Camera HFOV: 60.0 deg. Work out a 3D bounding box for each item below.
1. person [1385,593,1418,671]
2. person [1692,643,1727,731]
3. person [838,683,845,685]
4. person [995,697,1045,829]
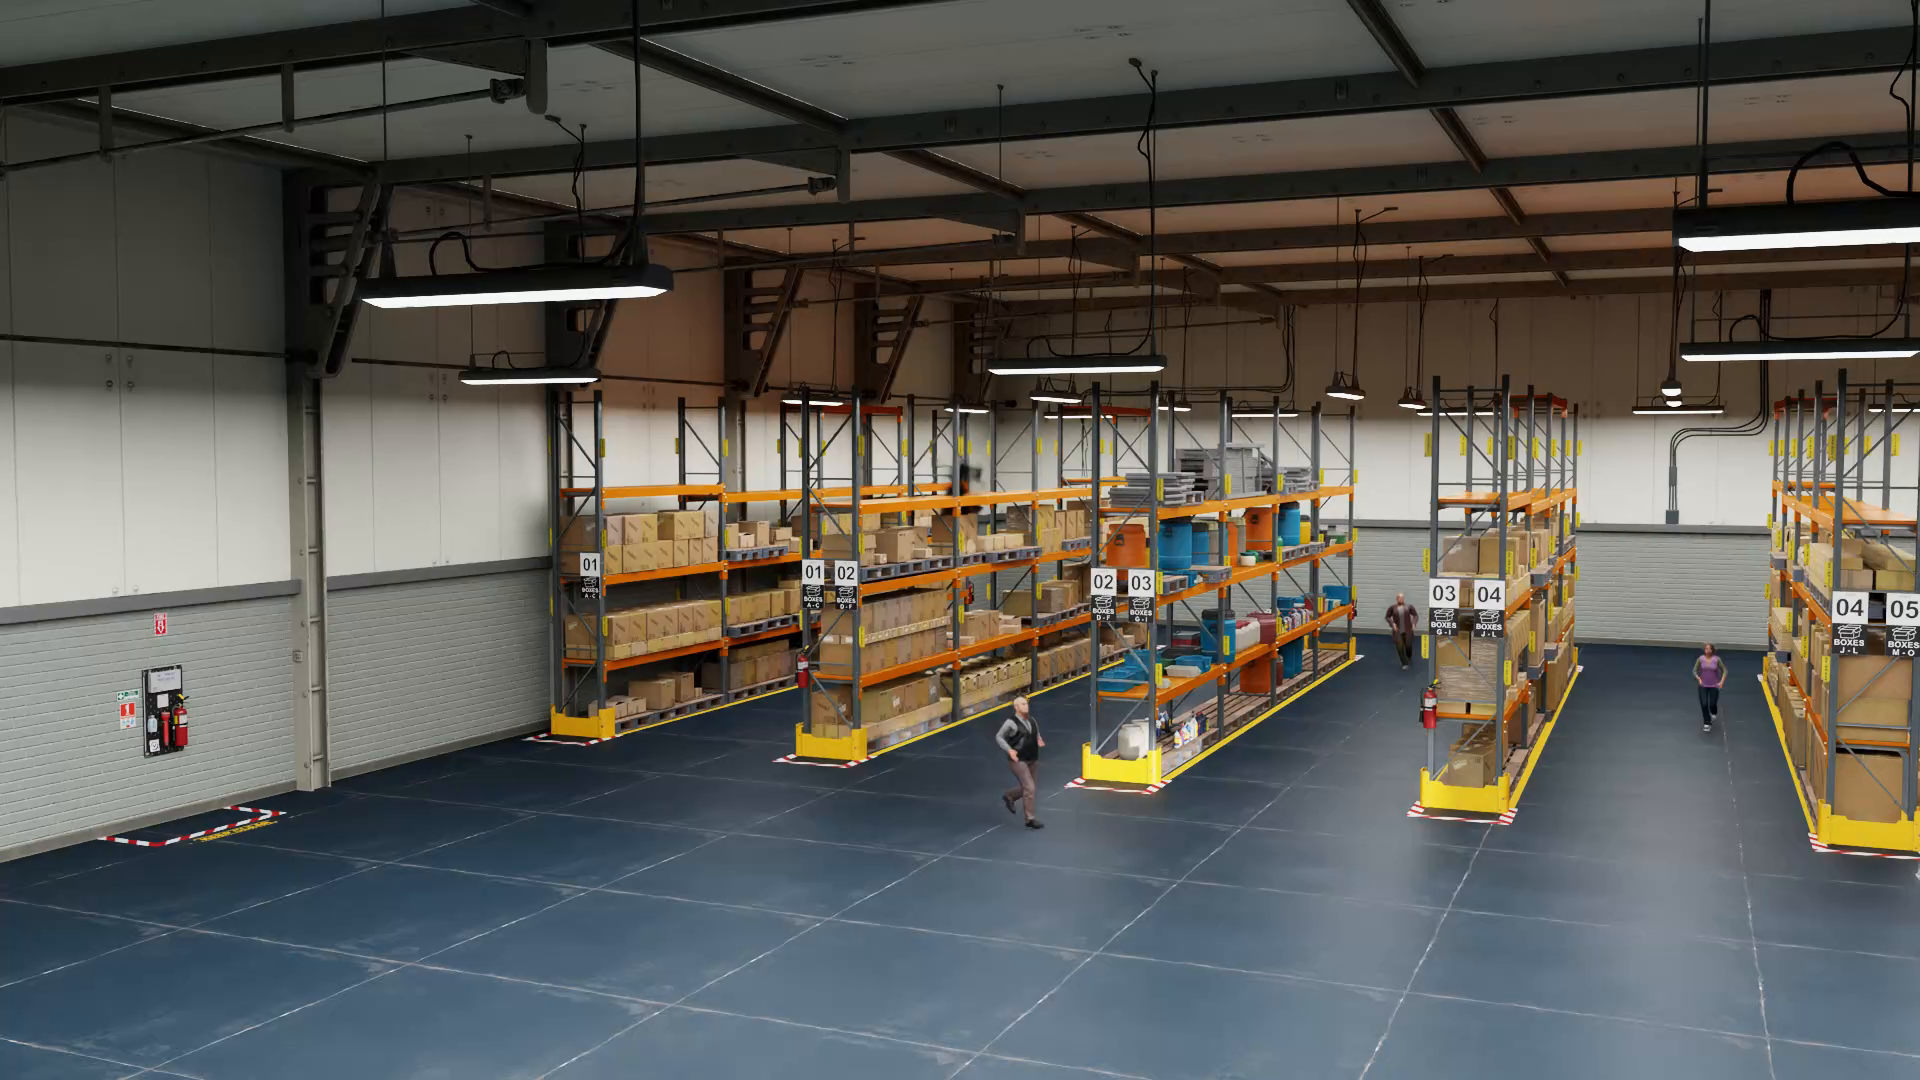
[{"bbox_3d":[9.974,2.164,37.601,0.735,1.539,0.605,1,3,14],"label":"person"},{"bbox_3d":[13.275,2.597,29.468,0.567,1.556,0.571,2,4,27],"label":"person"},{"bbox_3d":[-2.045,2.405,30.912,0.656,1.783,0.899,1,3,17],"label":"person"},{"bbox_3d":[0.815,2.934,22.071,0.670,1.695,0.860,-3,4,-43],"label":"person"}]
